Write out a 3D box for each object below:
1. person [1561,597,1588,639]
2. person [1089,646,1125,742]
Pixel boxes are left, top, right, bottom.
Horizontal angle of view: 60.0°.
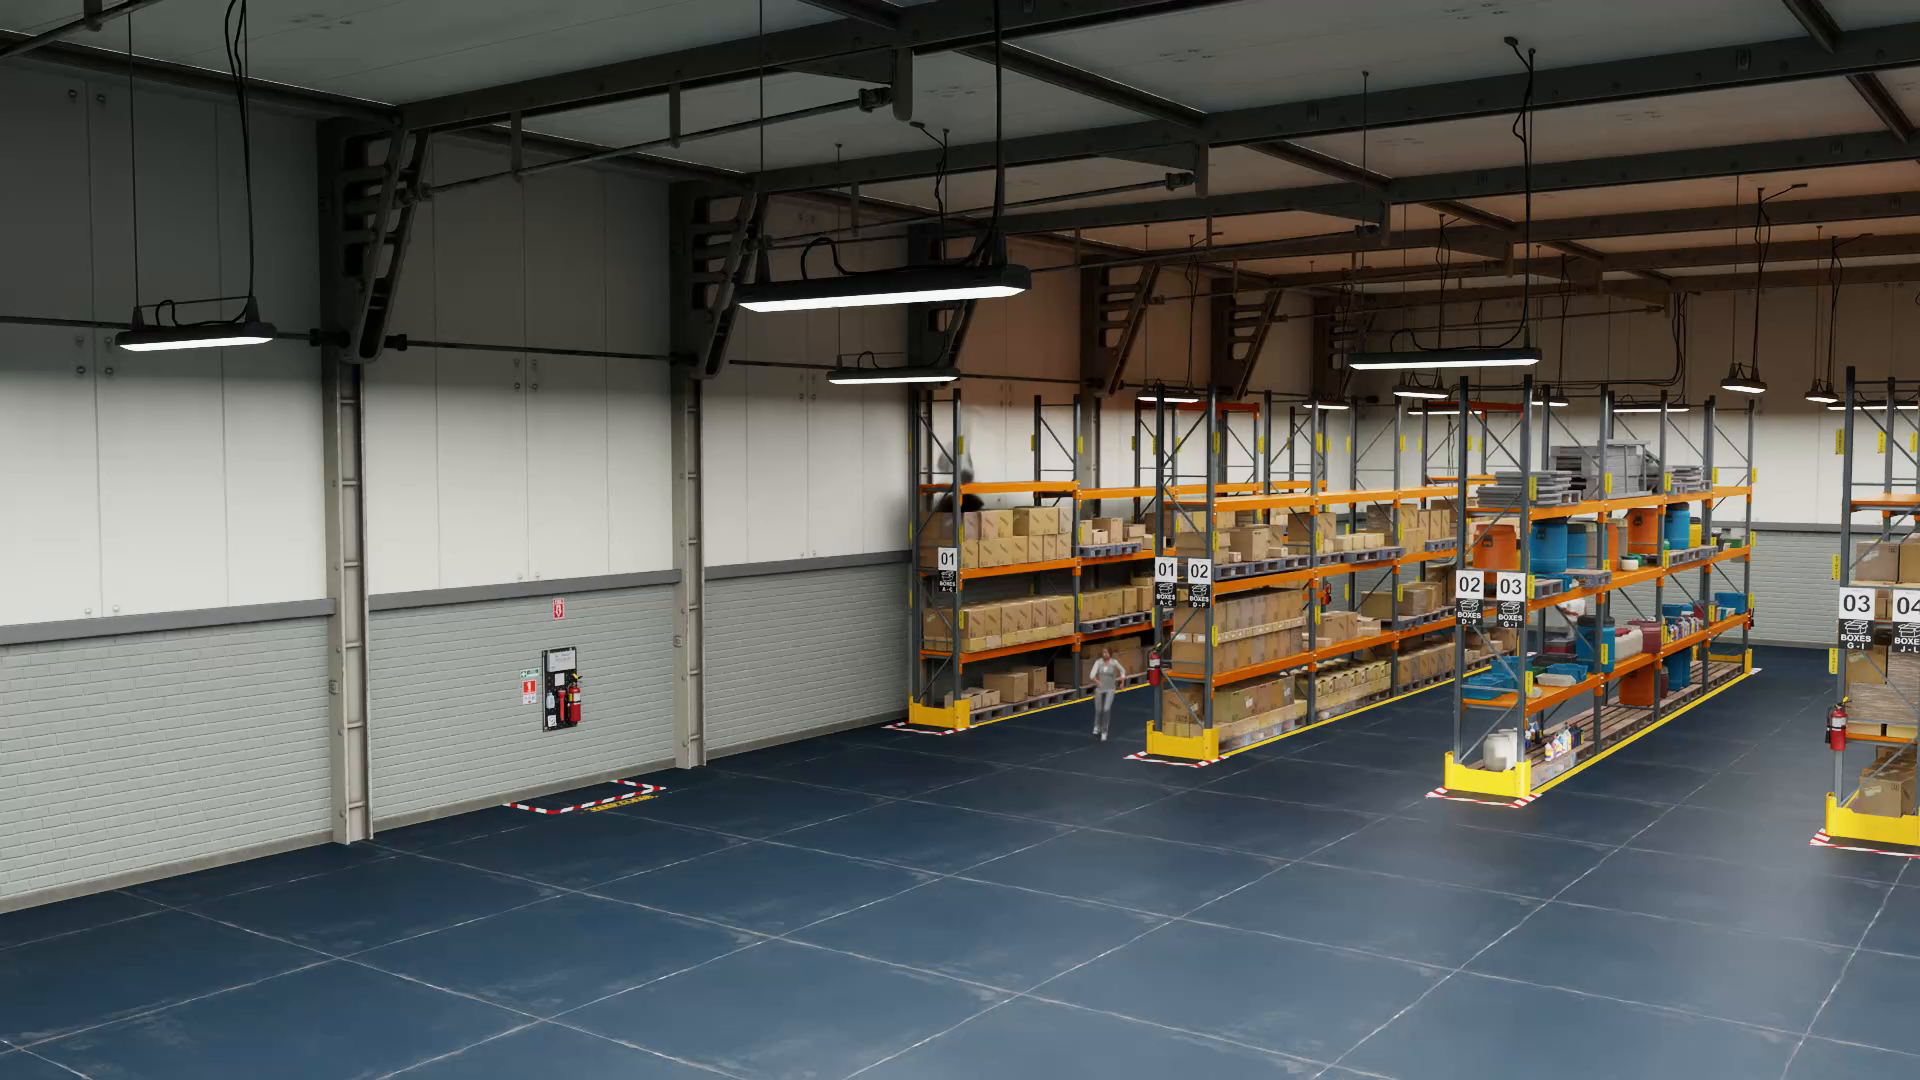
[{"bbox_3d":[14.442,1.908,39.023,0.702,1.802,0.813,0,3,-7],"label":"person"},{"bbox_3d":[2.499,2.612,28.249,0.582,1.652,0.704,1,3,14],"label":"person"}]
